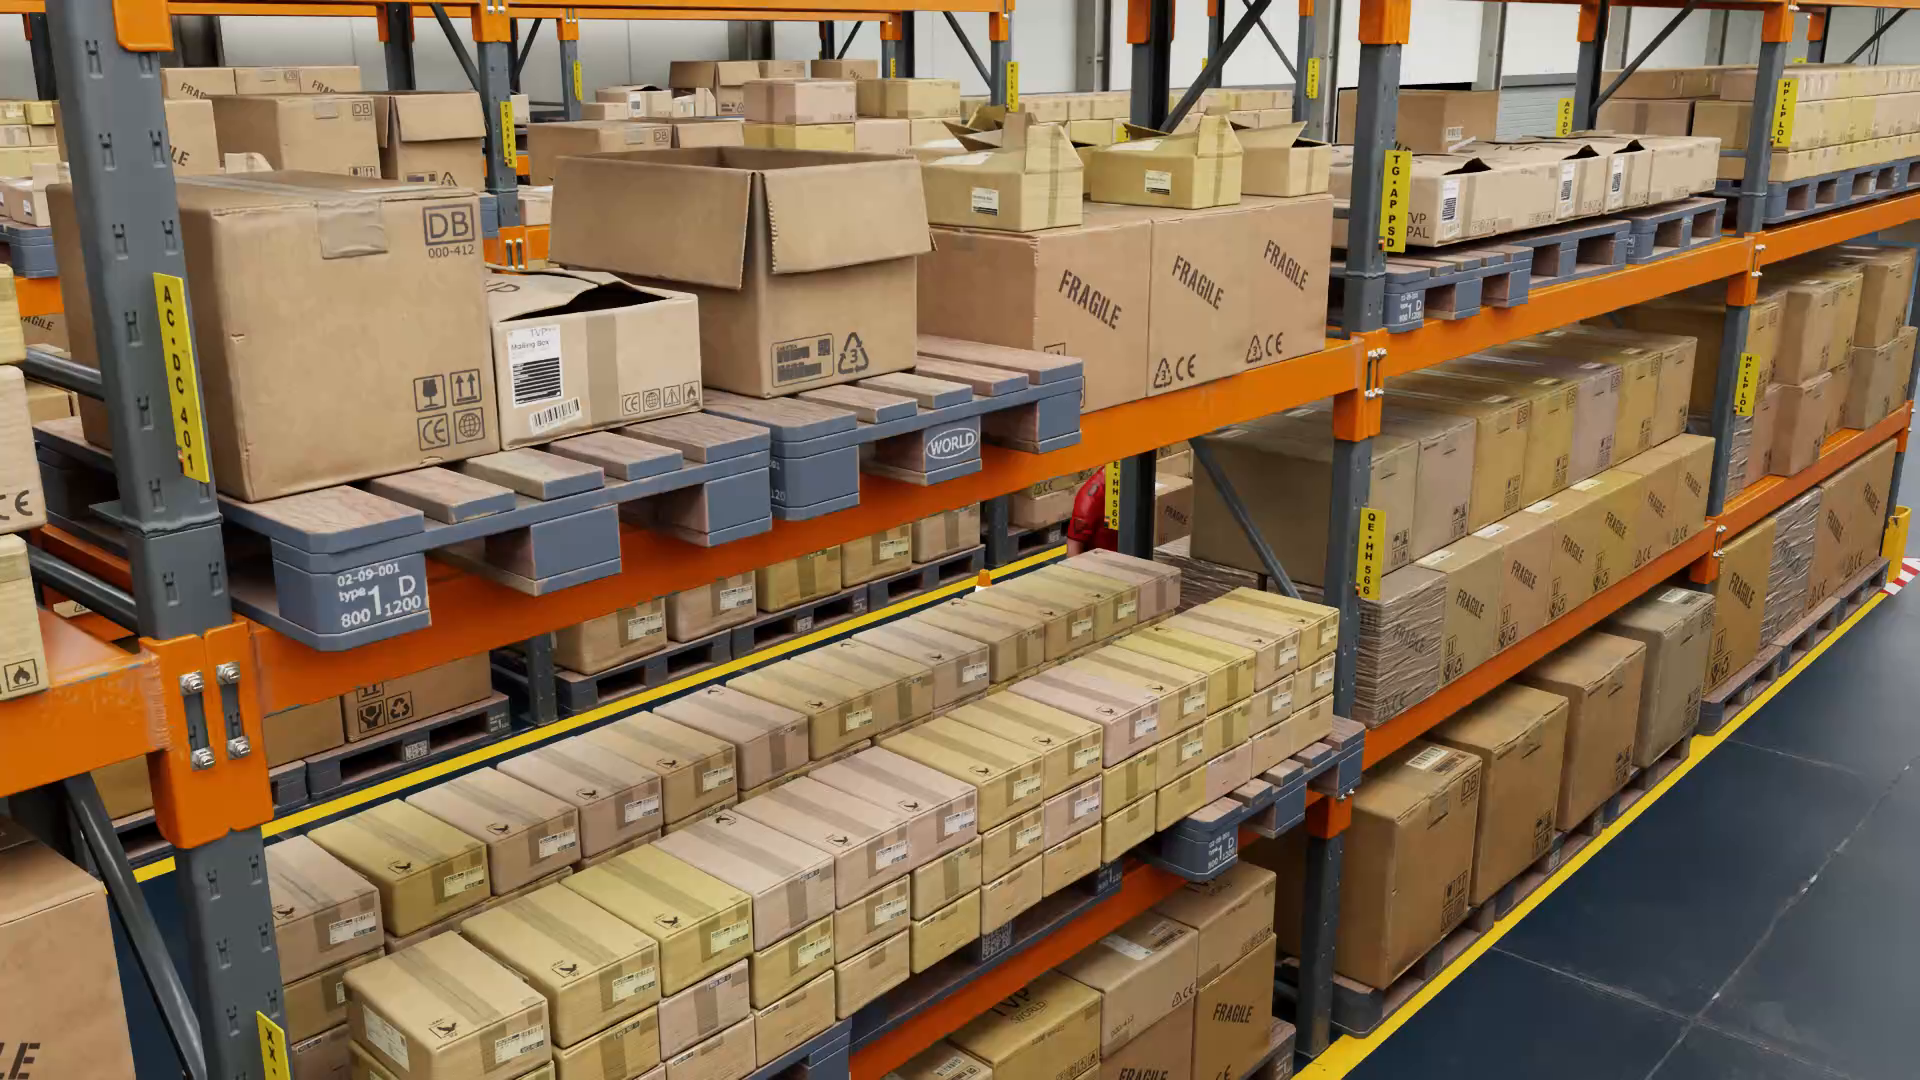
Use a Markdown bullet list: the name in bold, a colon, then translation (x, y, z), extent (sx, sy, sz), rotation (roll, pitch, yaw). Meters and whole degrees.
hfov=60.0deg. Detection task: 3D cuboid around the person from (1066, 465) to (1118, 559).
- **person**: translation (0.816, 0.268, 9.176), extent (0.395, 1.727, 0.587), rotation (15, 22, 40)
